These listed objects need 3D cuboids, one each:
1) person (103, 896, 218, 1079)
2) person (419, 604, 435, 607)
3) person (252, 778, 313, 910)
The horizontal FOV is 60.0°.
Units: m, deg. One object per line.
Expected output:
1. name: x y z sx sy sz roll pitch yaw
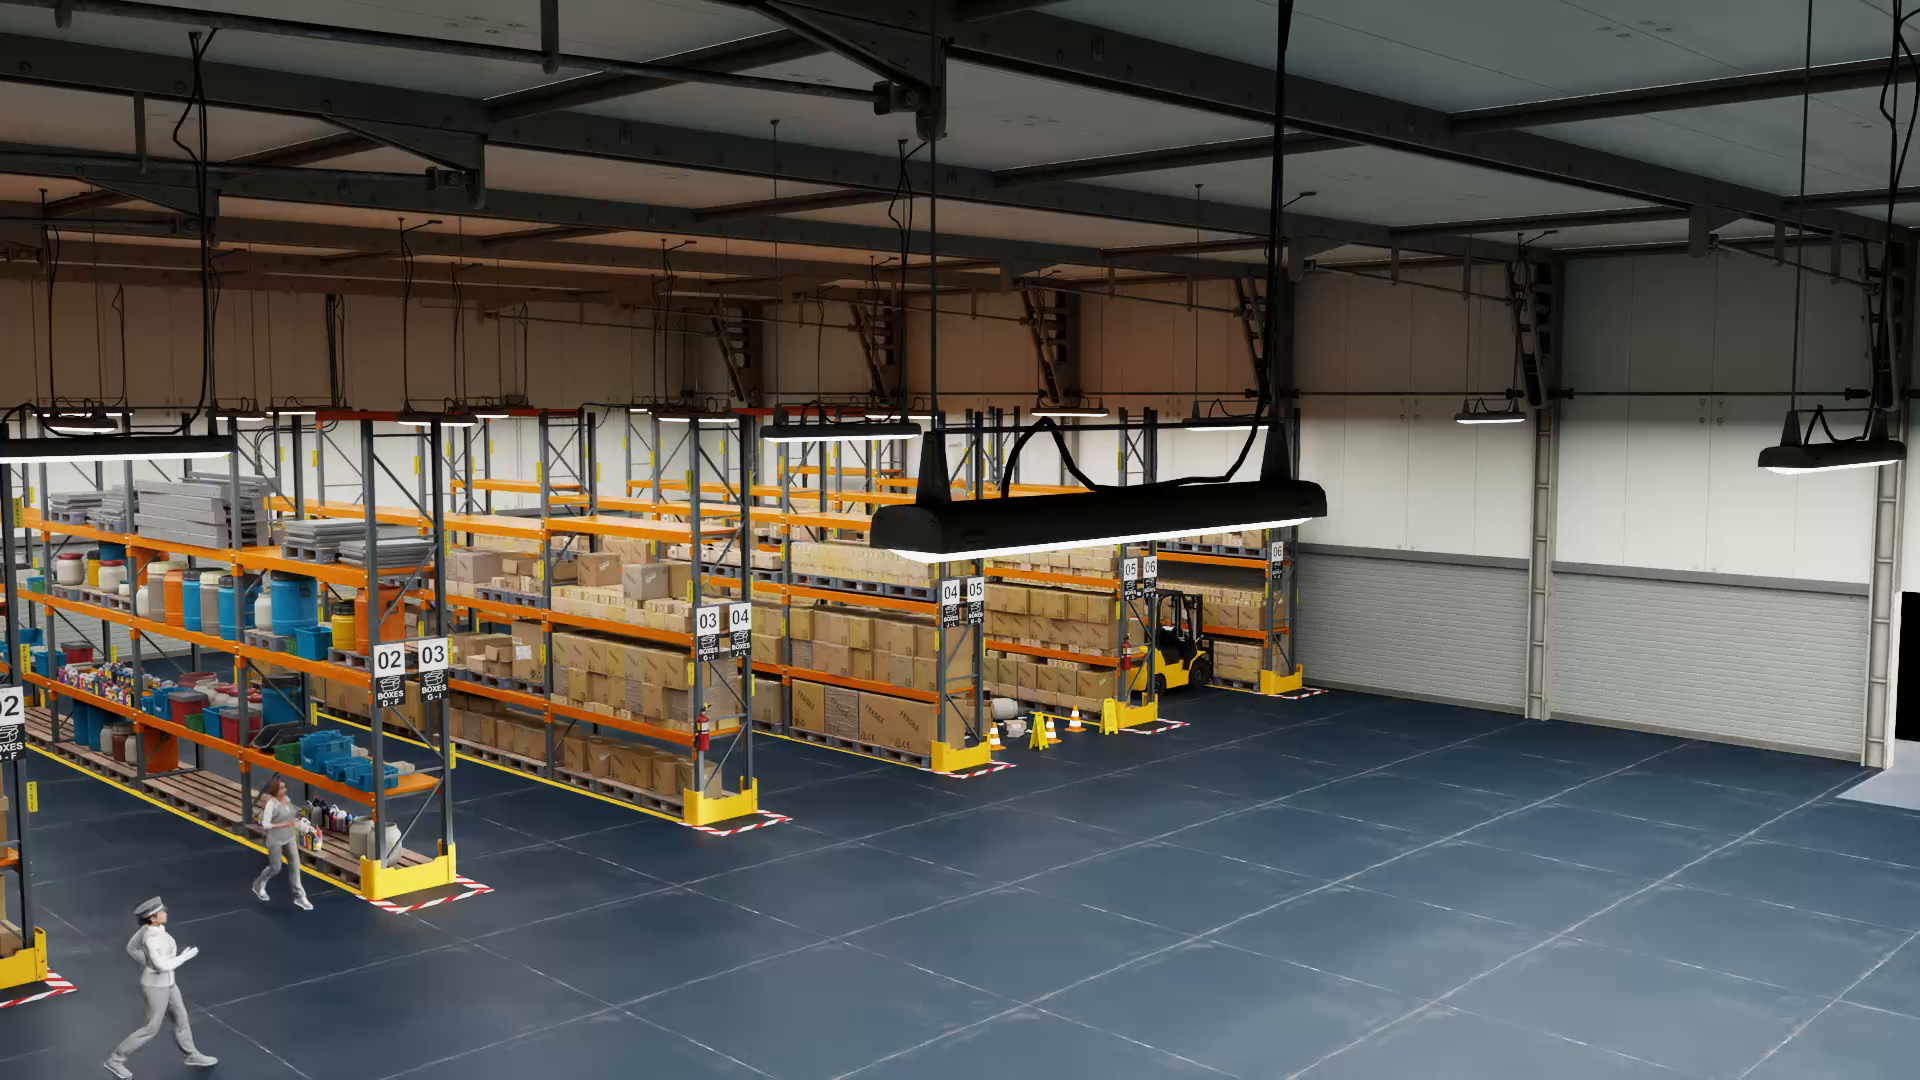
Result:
1. person: -7.380 4.101 15.299 0.950 1.676 0.613 -2 6 -26
2. person: -12.614 2.074 39.371 0.589 1.642 0.562 1 5 7
3. person: -8.334 3.709 20.364 0.859 1.605 0.537 2 5 23
